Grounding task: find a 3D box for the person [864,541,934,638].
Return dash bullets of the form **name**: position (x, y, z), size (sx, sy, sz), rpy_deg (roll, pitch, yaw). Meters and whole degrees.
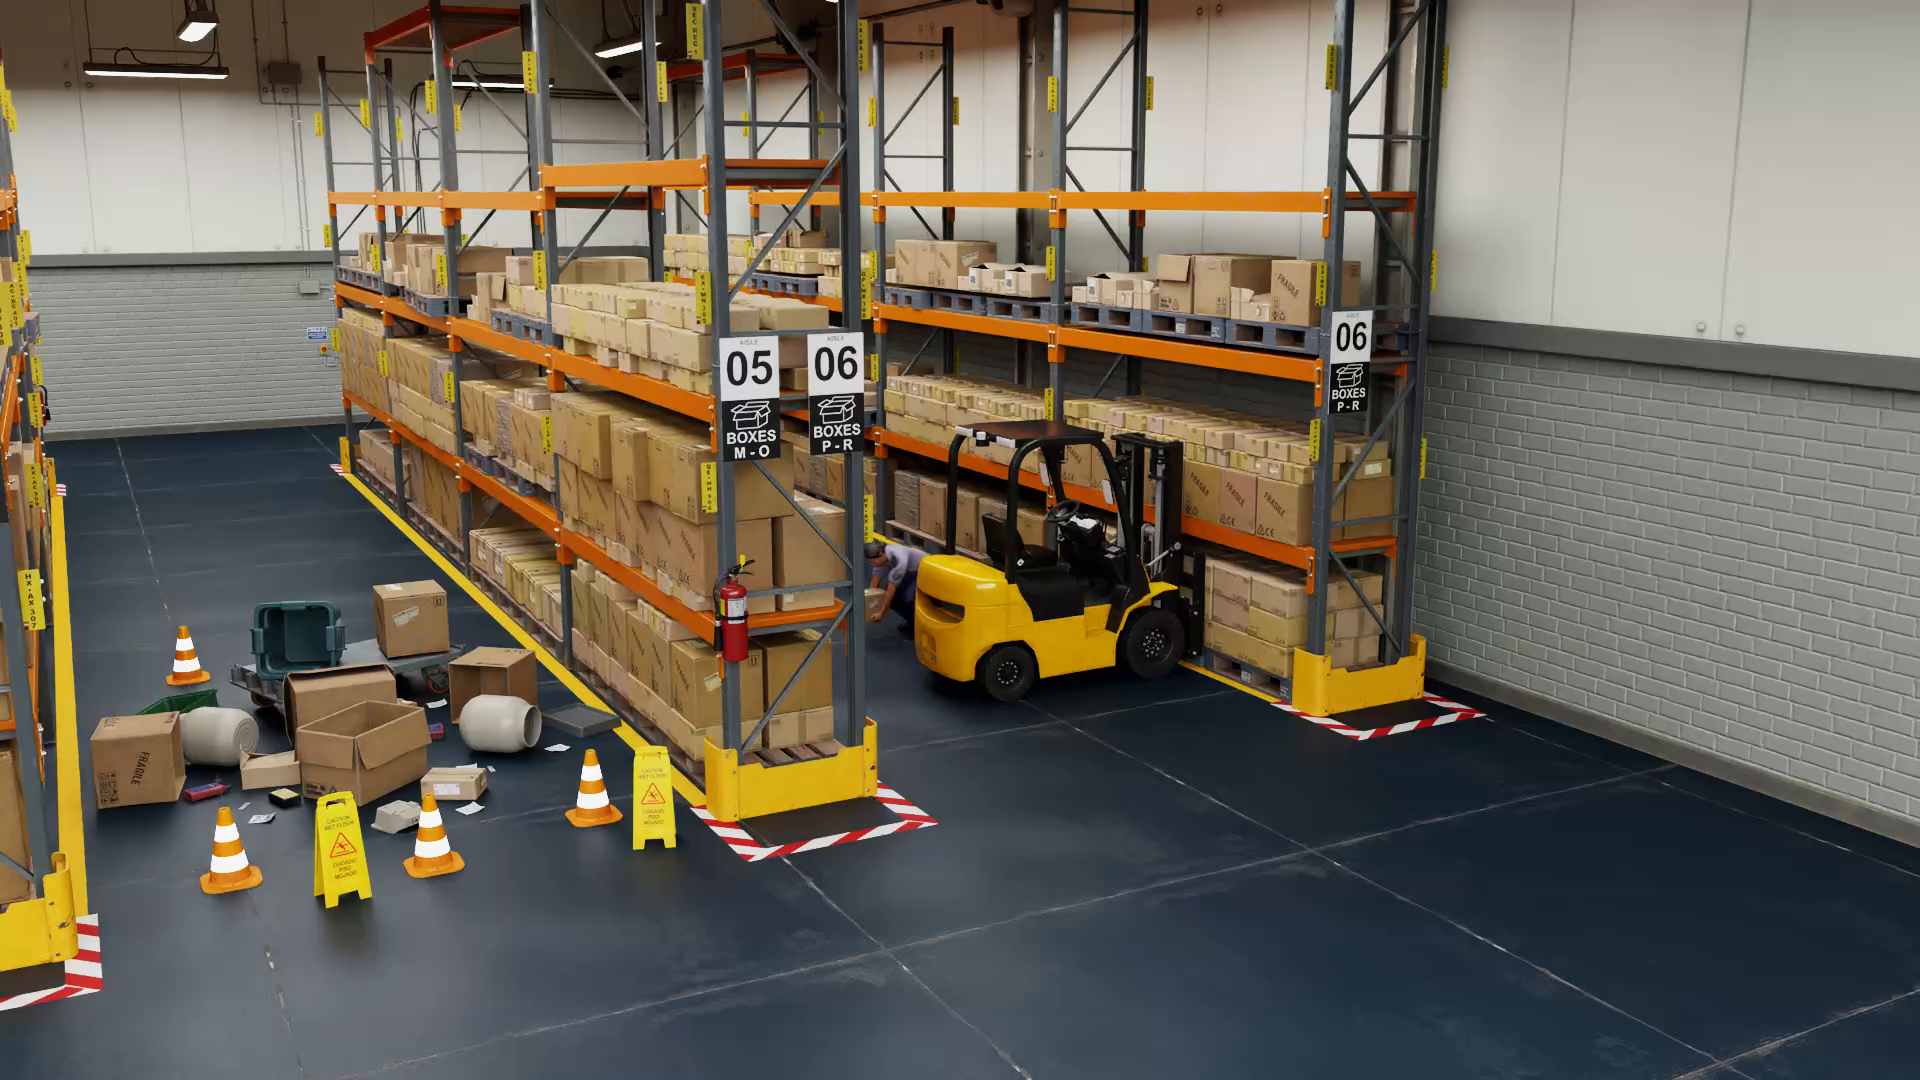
- **person**: position (-0.520, 0.438, 15.648), size (0.862, 0.939, 0.519), rpy_deg (-7, 14, -30)
